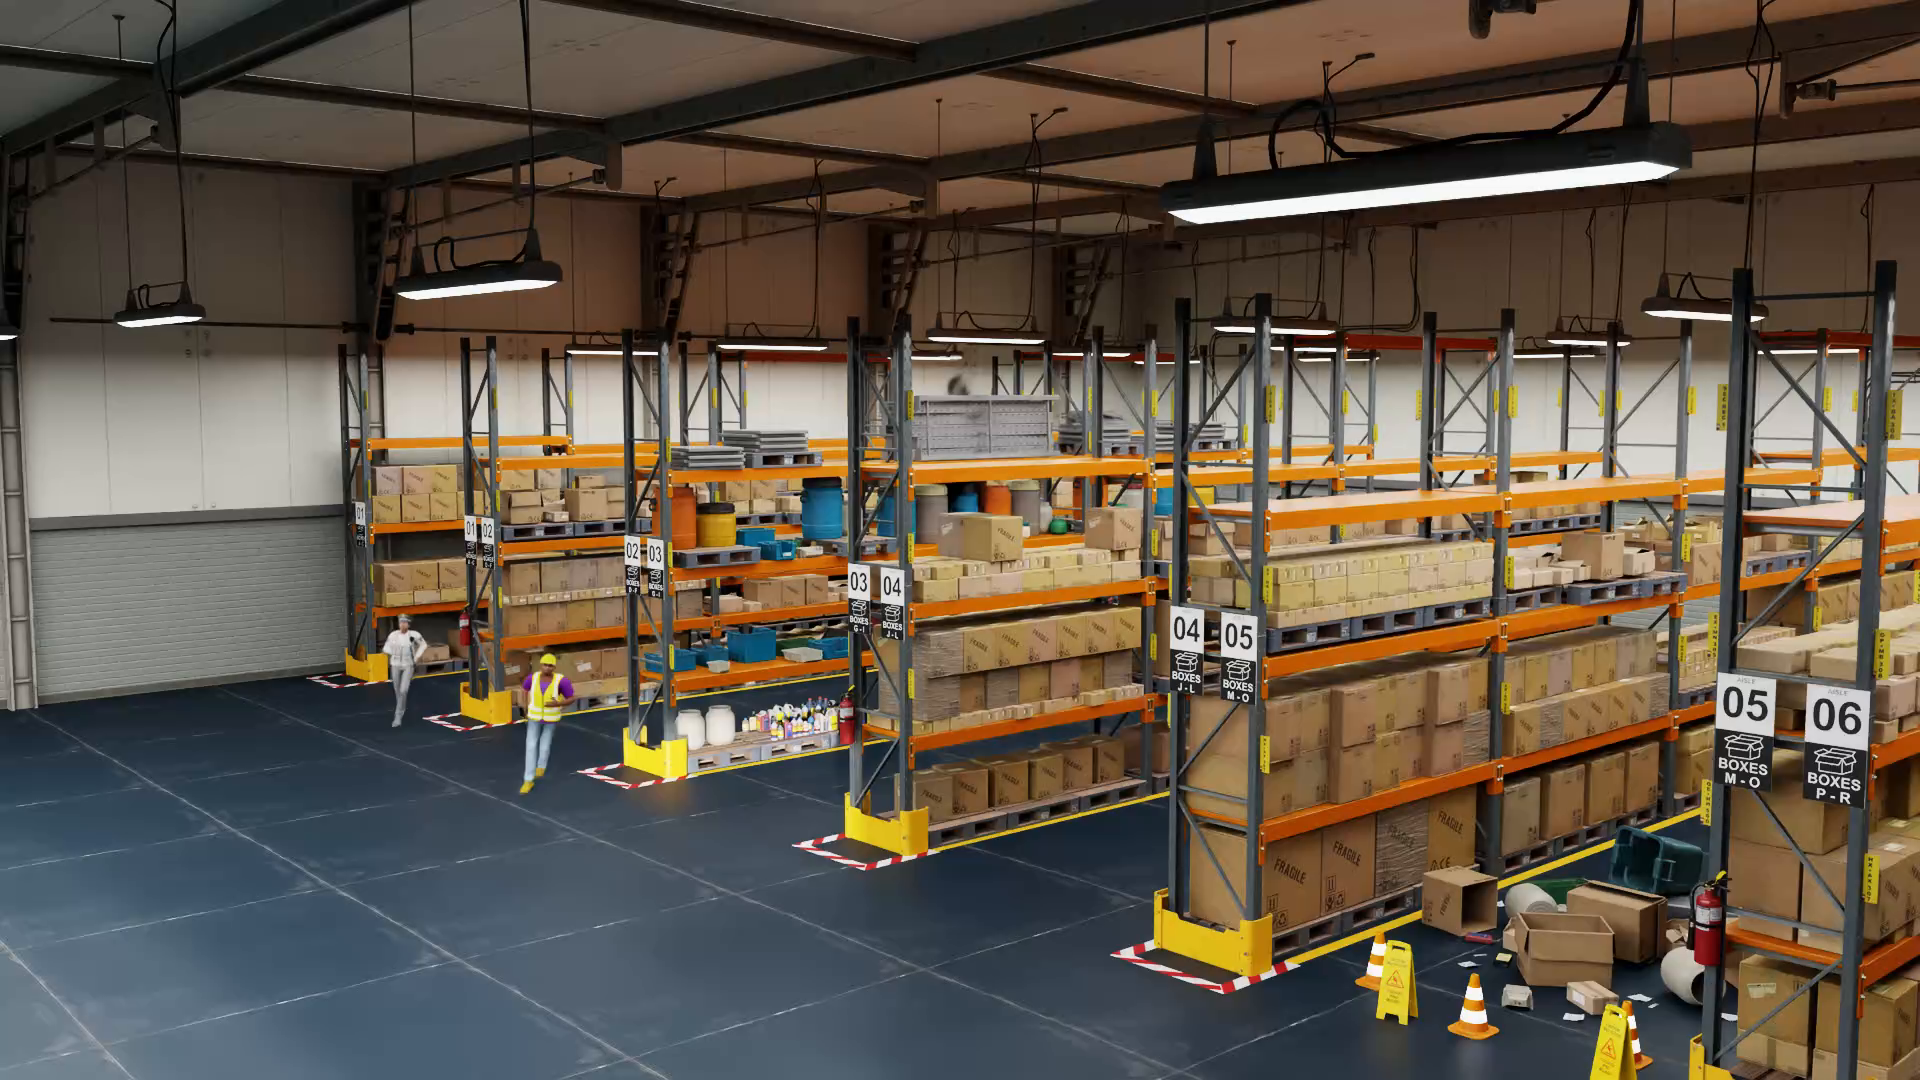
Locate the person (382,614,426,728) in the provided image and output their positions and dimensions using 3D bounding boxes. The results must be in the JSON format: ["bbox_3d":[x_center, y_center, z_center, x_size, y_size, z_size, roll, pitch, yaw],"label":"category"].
[{"bbox_3d":[-8.673,1.997,25.939,0.623,1.722,0.842,0,5,-3],"label":"person"}]

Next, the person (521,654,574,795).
[{"bbox_3d":[-5.382,2.348,21.690,0.700,1.752,0.941,-1,5,-8],"label":"person"}]
